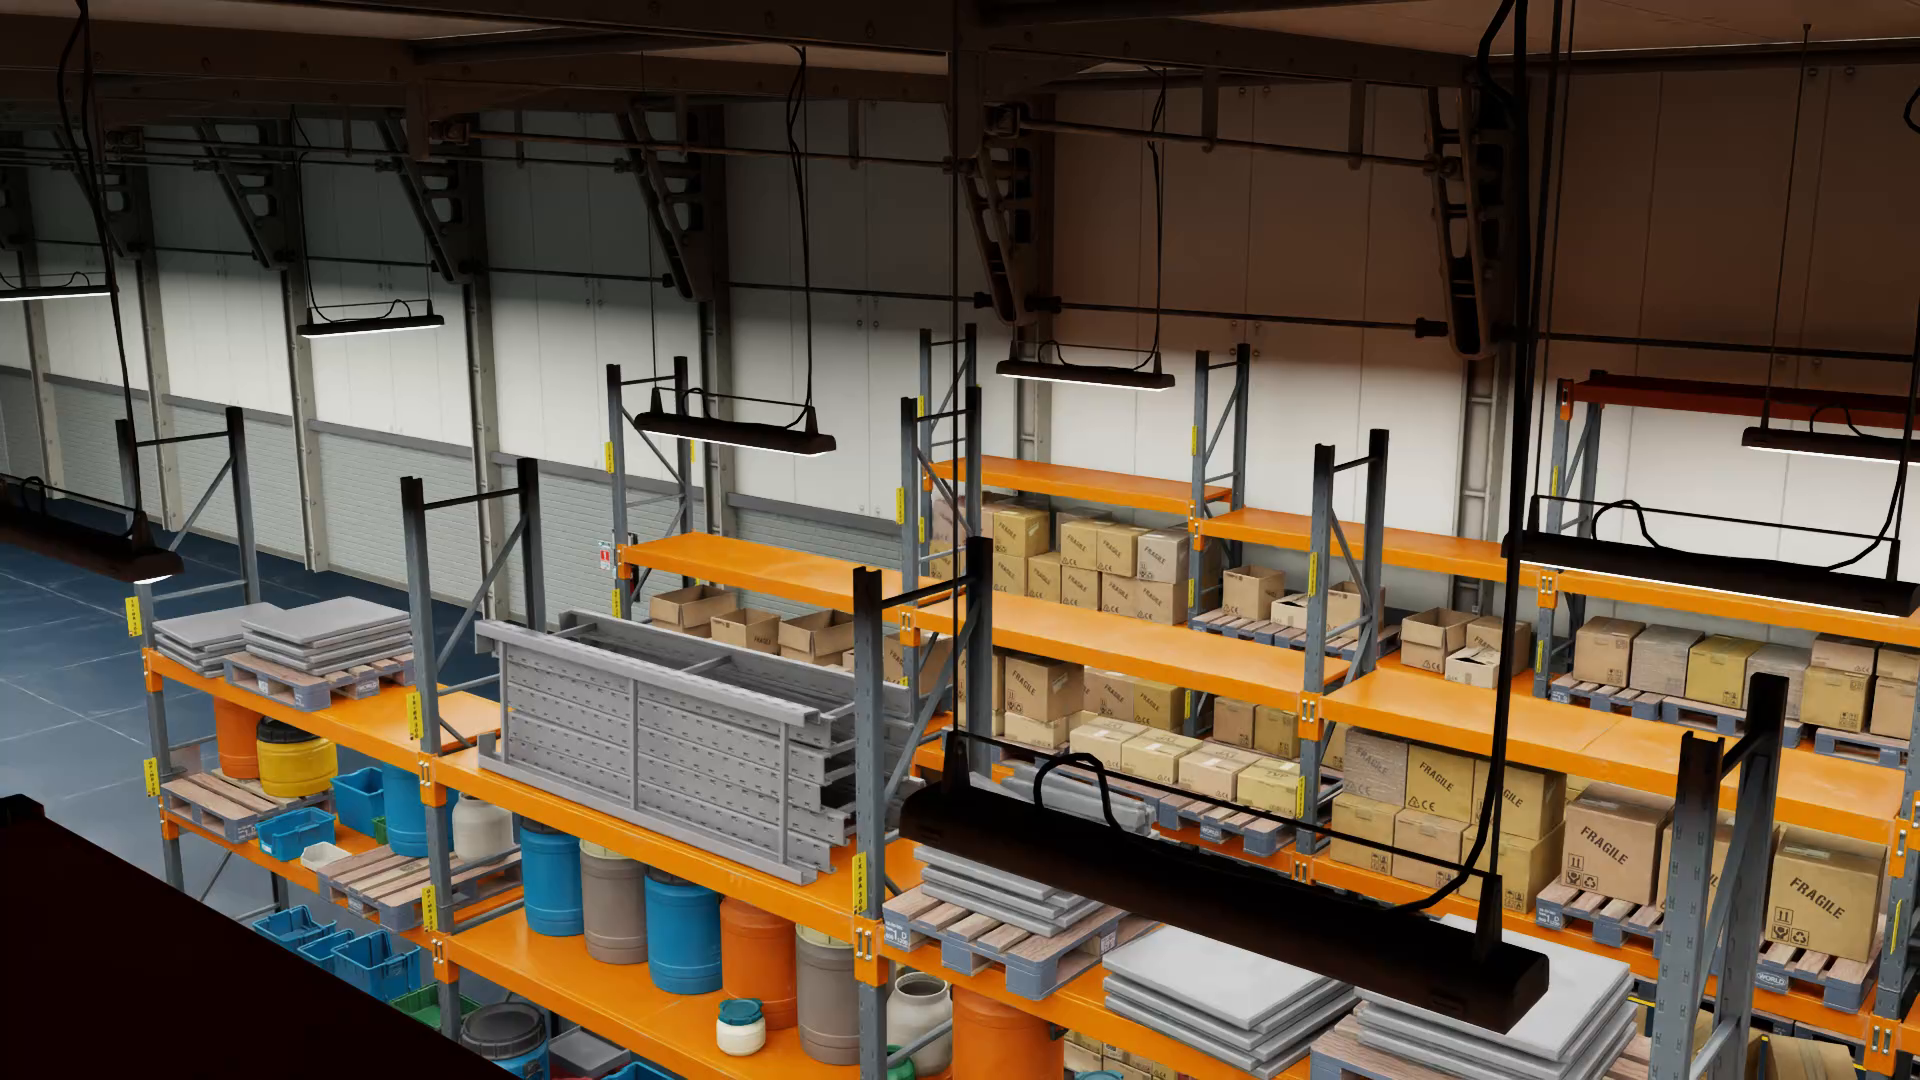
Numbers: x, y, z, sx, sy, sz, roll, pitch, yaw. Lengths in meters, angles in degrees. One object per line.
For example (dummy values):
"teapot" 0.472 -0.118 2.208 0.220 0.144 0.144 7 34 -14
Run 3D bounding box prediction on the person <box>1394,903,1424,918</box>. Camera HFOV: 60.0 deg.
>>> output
"person" 3.885 3.939 14.794 0.461 1.767 0.611 3 13 15
